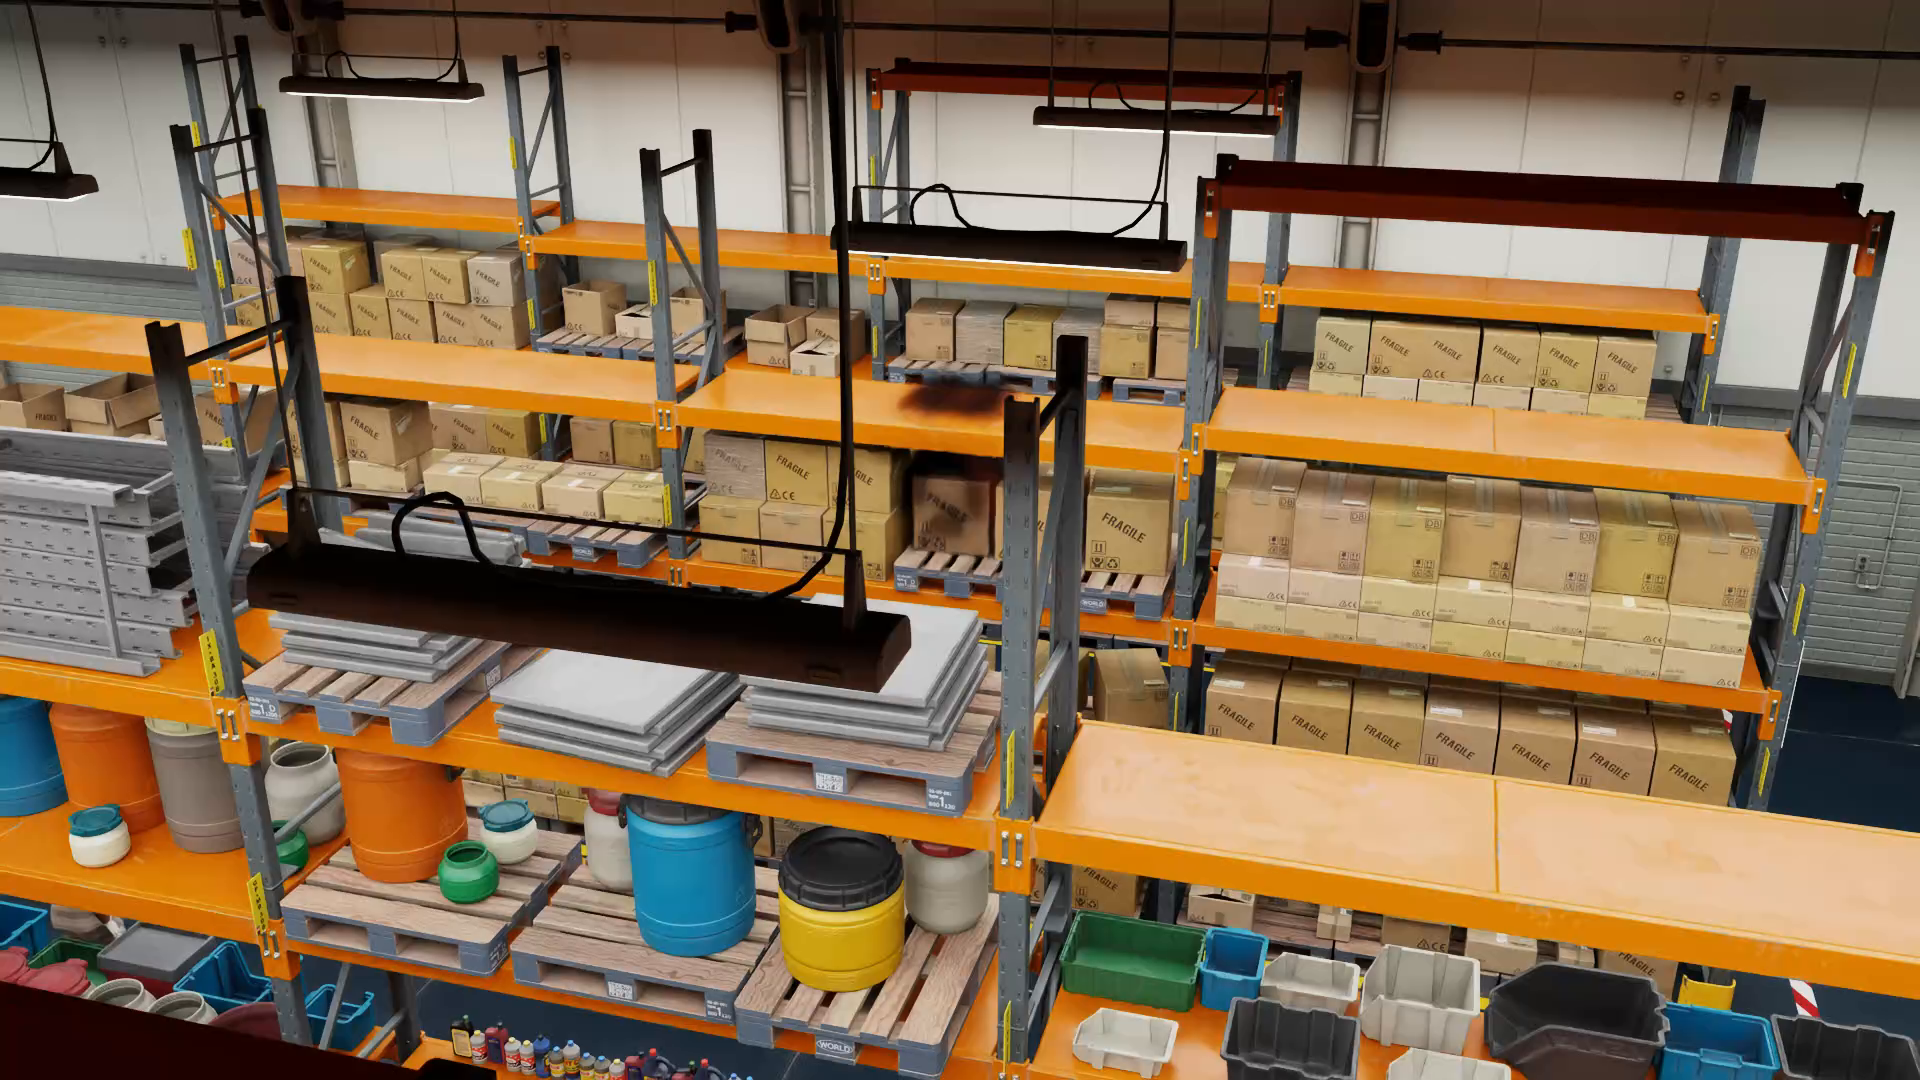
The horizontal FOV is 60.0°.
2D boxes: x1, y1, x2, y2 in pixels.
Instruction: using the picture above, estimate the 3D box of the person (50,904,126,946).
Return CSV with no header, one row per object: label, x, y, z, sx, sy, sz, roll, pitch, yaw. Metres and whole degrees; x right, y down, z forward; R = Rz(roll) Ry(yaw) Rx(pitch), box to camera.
person,-6.260,2.713,11.959,0.639,1.814,0.494,6,23,15
